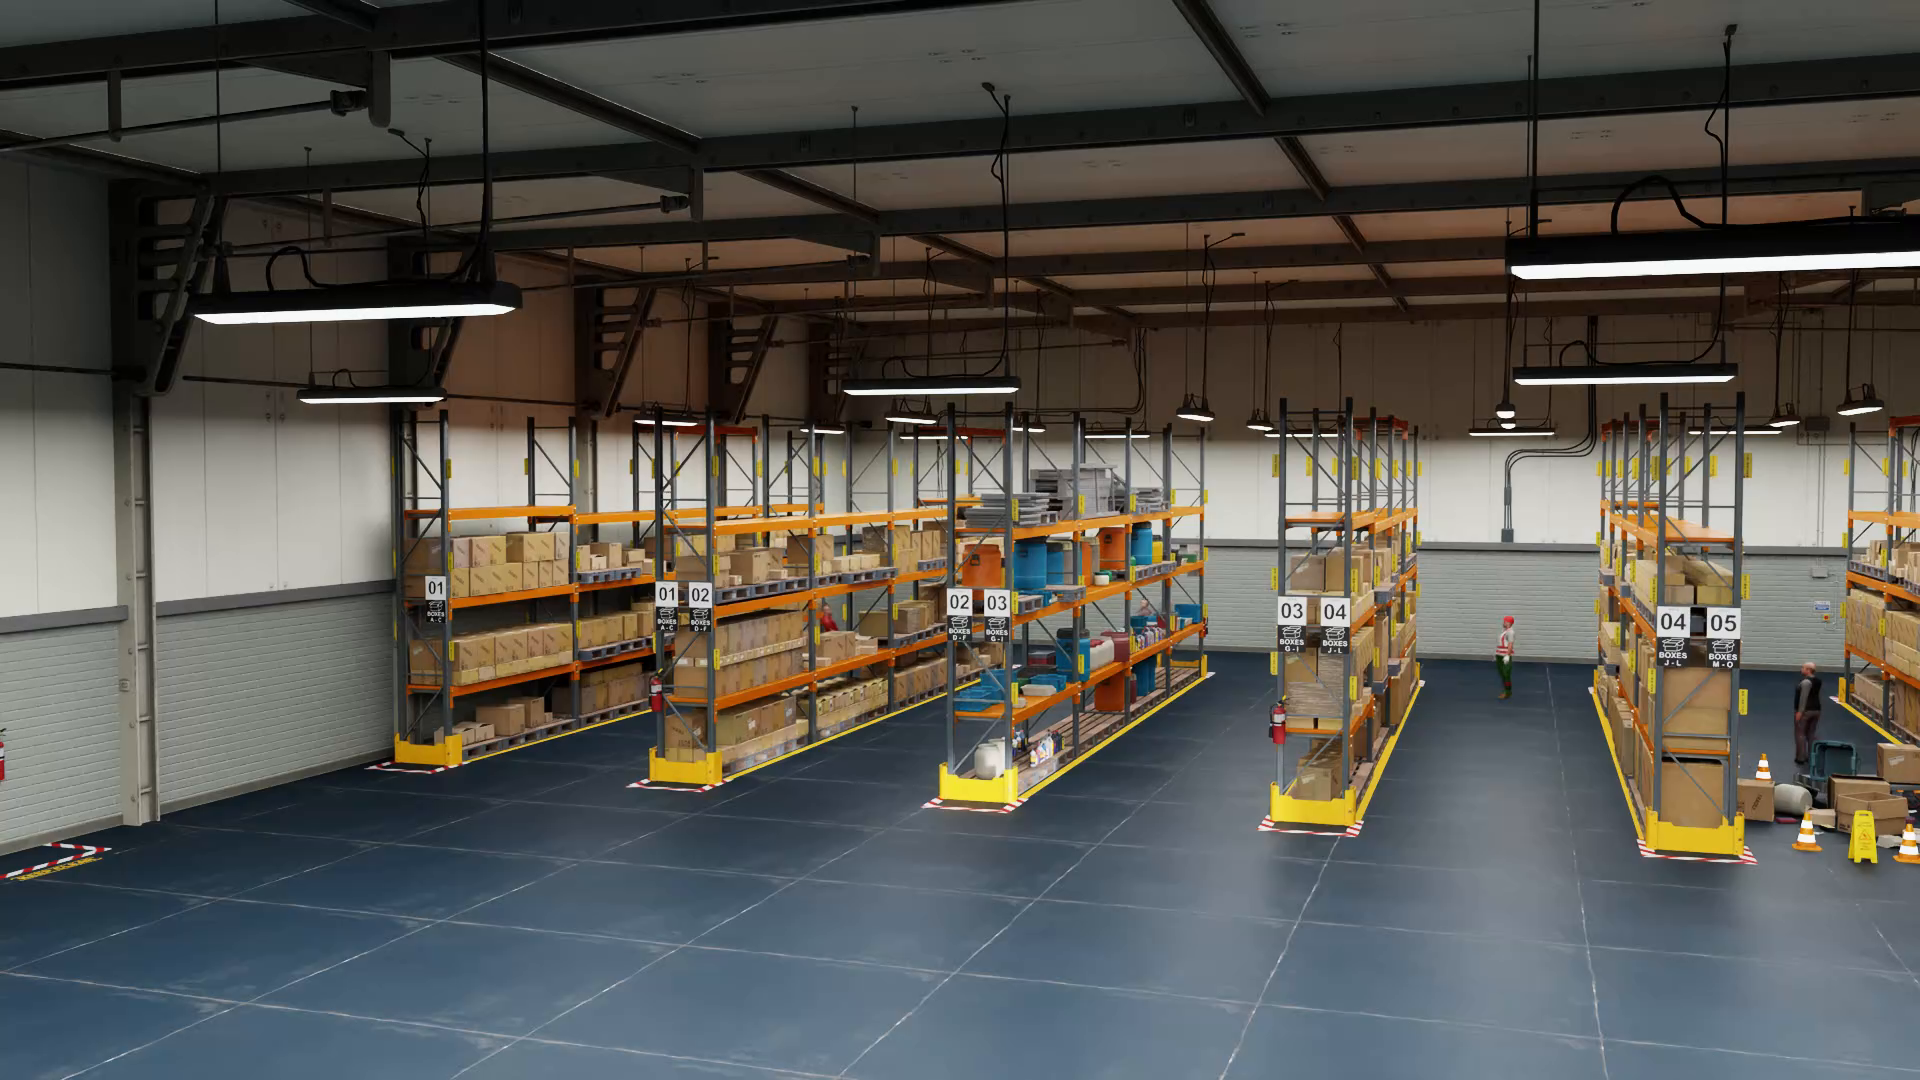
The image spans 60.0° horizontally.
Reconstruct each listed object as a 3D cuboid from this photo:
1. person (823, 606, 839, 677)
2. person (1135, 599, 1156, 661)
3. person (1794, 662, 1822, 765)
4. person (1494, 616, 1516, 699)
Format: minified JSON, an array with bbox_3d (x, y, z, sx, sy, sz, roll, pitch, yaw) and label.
[{"bbox_3d":[-3.049,2.452,39.803,0.490,1.756,0.584,-1,3,-21],"label":"person"},{"bbox_3d":[4.523,2.349,41.390,0.872,1.754,0.577,-2,3,-40],"label":"person"},{"bbox_3d":[14.409,2.939,28.287,0.559,1.724,0.422,-1,3,-17],"label":"person"},{"bbox_3d":[11.921,2.554,36.430,0.499,1.799,0.569,-1,3,-22],"label":"person"}]
